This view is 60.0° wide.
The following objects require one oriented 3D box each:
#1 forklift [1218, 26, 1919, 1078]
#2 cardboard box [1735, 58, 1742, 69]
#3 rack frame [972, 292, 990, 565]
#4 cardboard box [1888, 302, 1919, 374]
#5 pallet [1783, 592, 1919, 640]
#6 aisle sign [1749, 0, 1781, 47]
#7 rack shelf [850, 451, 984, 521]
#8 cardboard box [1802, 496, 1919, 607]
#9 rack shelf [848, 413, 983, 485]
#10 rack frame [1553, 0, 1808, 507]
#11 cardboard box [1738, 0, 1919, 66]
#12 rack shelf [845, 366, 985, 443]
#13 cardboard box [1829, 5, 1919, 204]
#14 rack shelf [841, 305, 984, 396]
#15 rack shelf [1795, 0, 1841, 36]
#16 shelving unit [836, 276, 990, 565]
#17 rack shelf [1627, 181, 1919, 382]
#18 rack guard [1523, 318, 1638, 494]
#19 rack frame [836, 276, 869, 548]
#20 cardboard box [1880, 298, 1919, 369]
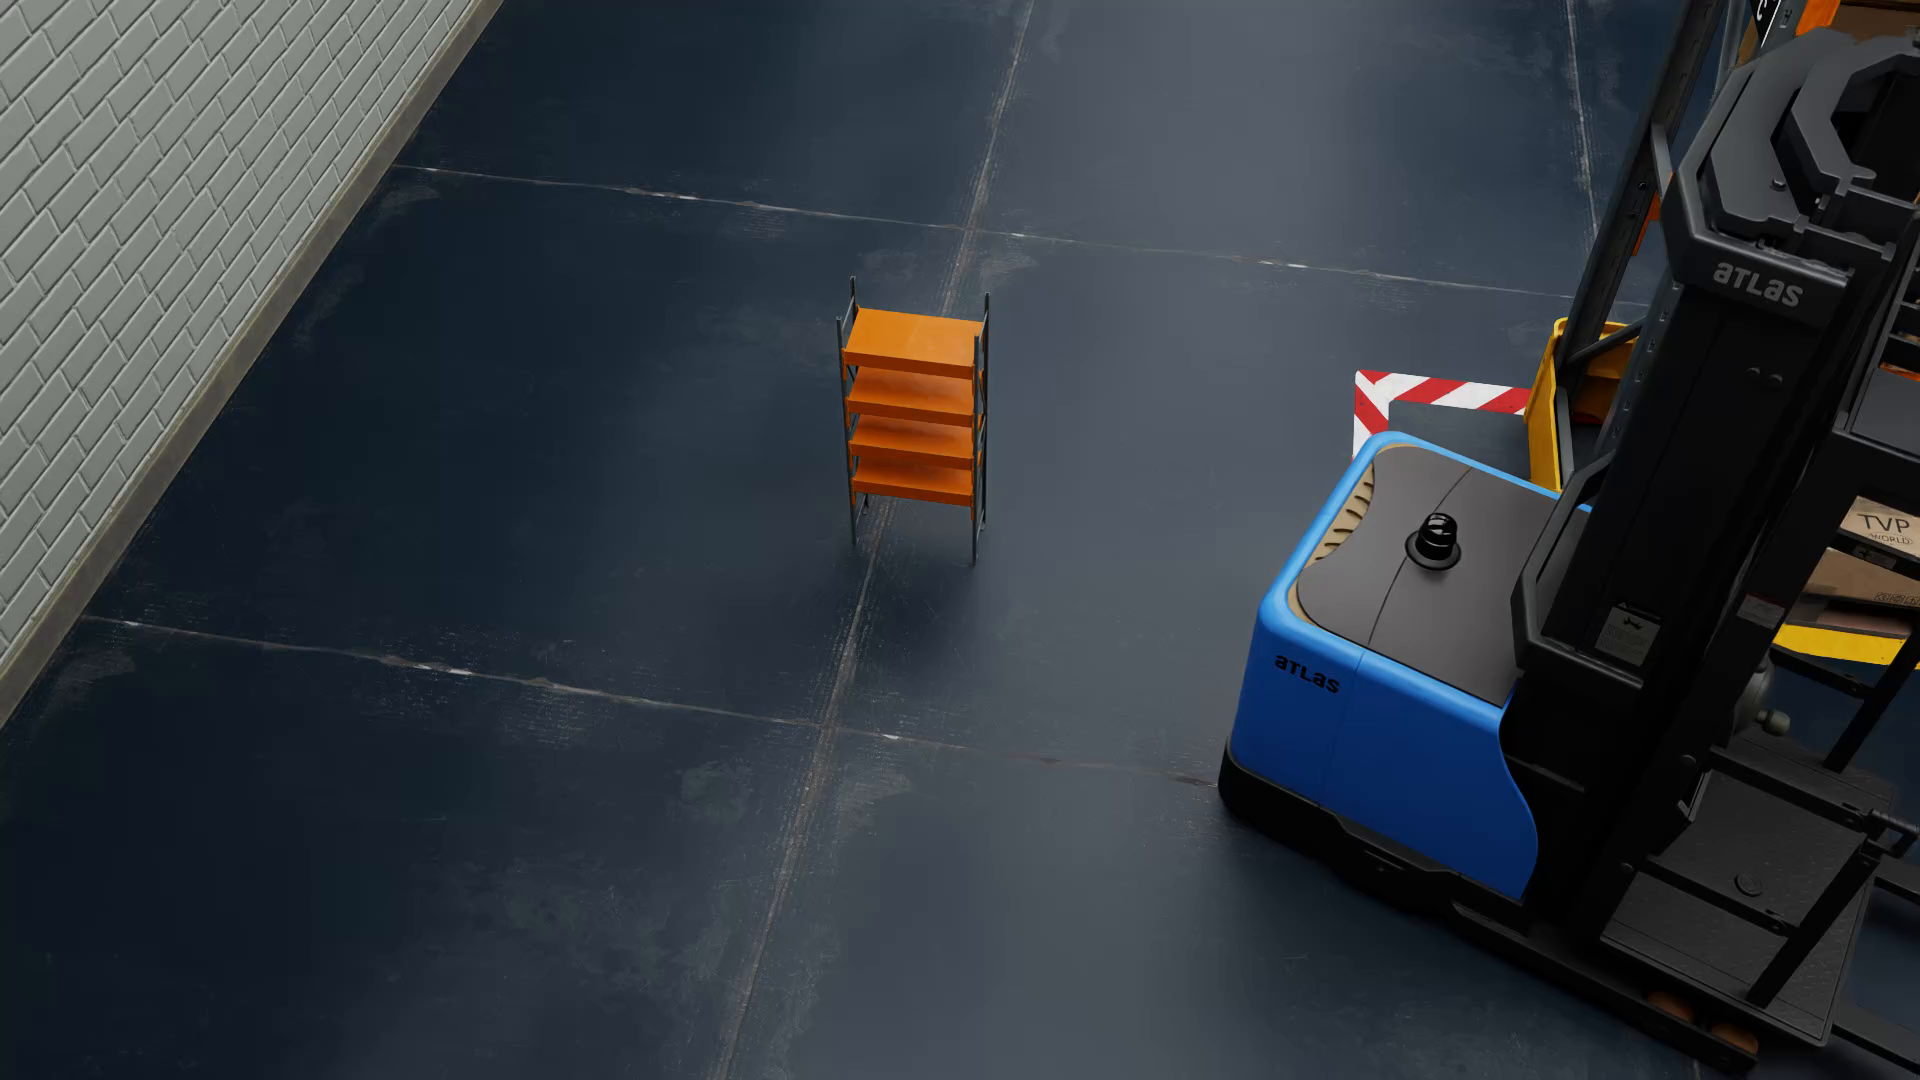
[{"bbox_3d":[2.428,0.229,4.545,3.031,2.935,1.130,25,53,21],"label":"forklift"},{"bbox_3d":[2.936,-1.329,5.832,0.500,0.500,0.500,9,49,8],"label":"cardboard box"},{"bbox_3d":[0.077,-0.391,6.266,0.015,1.200,0.240,8,49,7],"label":"rack frame"},{"bbox_3d":[3.345,-0.873,5.422,0.500,0.500,0.500,7,48,6],"label":"cardboard box"},{"bbox_3d":[3.306,-0.108,6.678,1.213,0.211,1.003,8,49,7],"label":"pallet"},{"bbox_3d":[2.327,-1.818,4.591,0.004,0.787,0.394,8,49,7],"label":"aisle sign"},{"bbox_3d":[-0.163,-0.245,6.493,0.480,0.148,0.258,8,49,7],"label":"rack shelf"},{"bbox_3d":[3.424,-0.038,6.292,0.500,0.250,0.500,8,49,7],"label":"cardboard box"},{"bbox_3d":[-0.163,-0.378,6.345,0.480,0.148,0.258,8,49,7],"label":"rack shelf"},{"bbox_3d":[2.447,-1.155,5.743,0.127,3.000,1.000,8,49,7],"label":"rack frame"},{"bbox_3d":[2.934,-1.665,5.462,0.500,0.500,0.500,7,48,6],"label":"cardboard box"},{"bbox_3d":[-0.163,-0.527,6.179,0.480,0.148,0.258,8,49,7],"label":"rack shelf"},{"bbox_3d":[2.837,-1.271,5.108,0.500,0.500,0.500,9,49,8],"label":"cardboard box"},{"bbox_3d":[-0.163,-0.686,6.003,0.480,0.148,0.258,8,49,7],"label":"rack shelf"},{"bbox_3d":[4.415,-1.653,4.658,4.000,0.370,1.077,8,49,7],"label":"rack shelf"},{"bbox_3d":[-0.163,-0.423,6.295,0.503,1.200,0.258,8,49,7],"label":"shelving unit"},{"bbox_3d":[4.415,-0.650,5.773,4.000,0.370,1.077,8,49,7],"label":"rack shelf"},{"bbox_3d":[2.522,-0.310,6.664,0.348,0.500,1.175,8,49,7],"label":"rack guard"},{"bbox_3d":[-0.403,-0.455,6.324,0.015,1.200,0.240,8,49,7],"label":"rack frame"},{"bbox_3d":[2.837,-0.937,5.480,0.500,0.500,0.500,9,49,8],"label":"cardboard box"}]
